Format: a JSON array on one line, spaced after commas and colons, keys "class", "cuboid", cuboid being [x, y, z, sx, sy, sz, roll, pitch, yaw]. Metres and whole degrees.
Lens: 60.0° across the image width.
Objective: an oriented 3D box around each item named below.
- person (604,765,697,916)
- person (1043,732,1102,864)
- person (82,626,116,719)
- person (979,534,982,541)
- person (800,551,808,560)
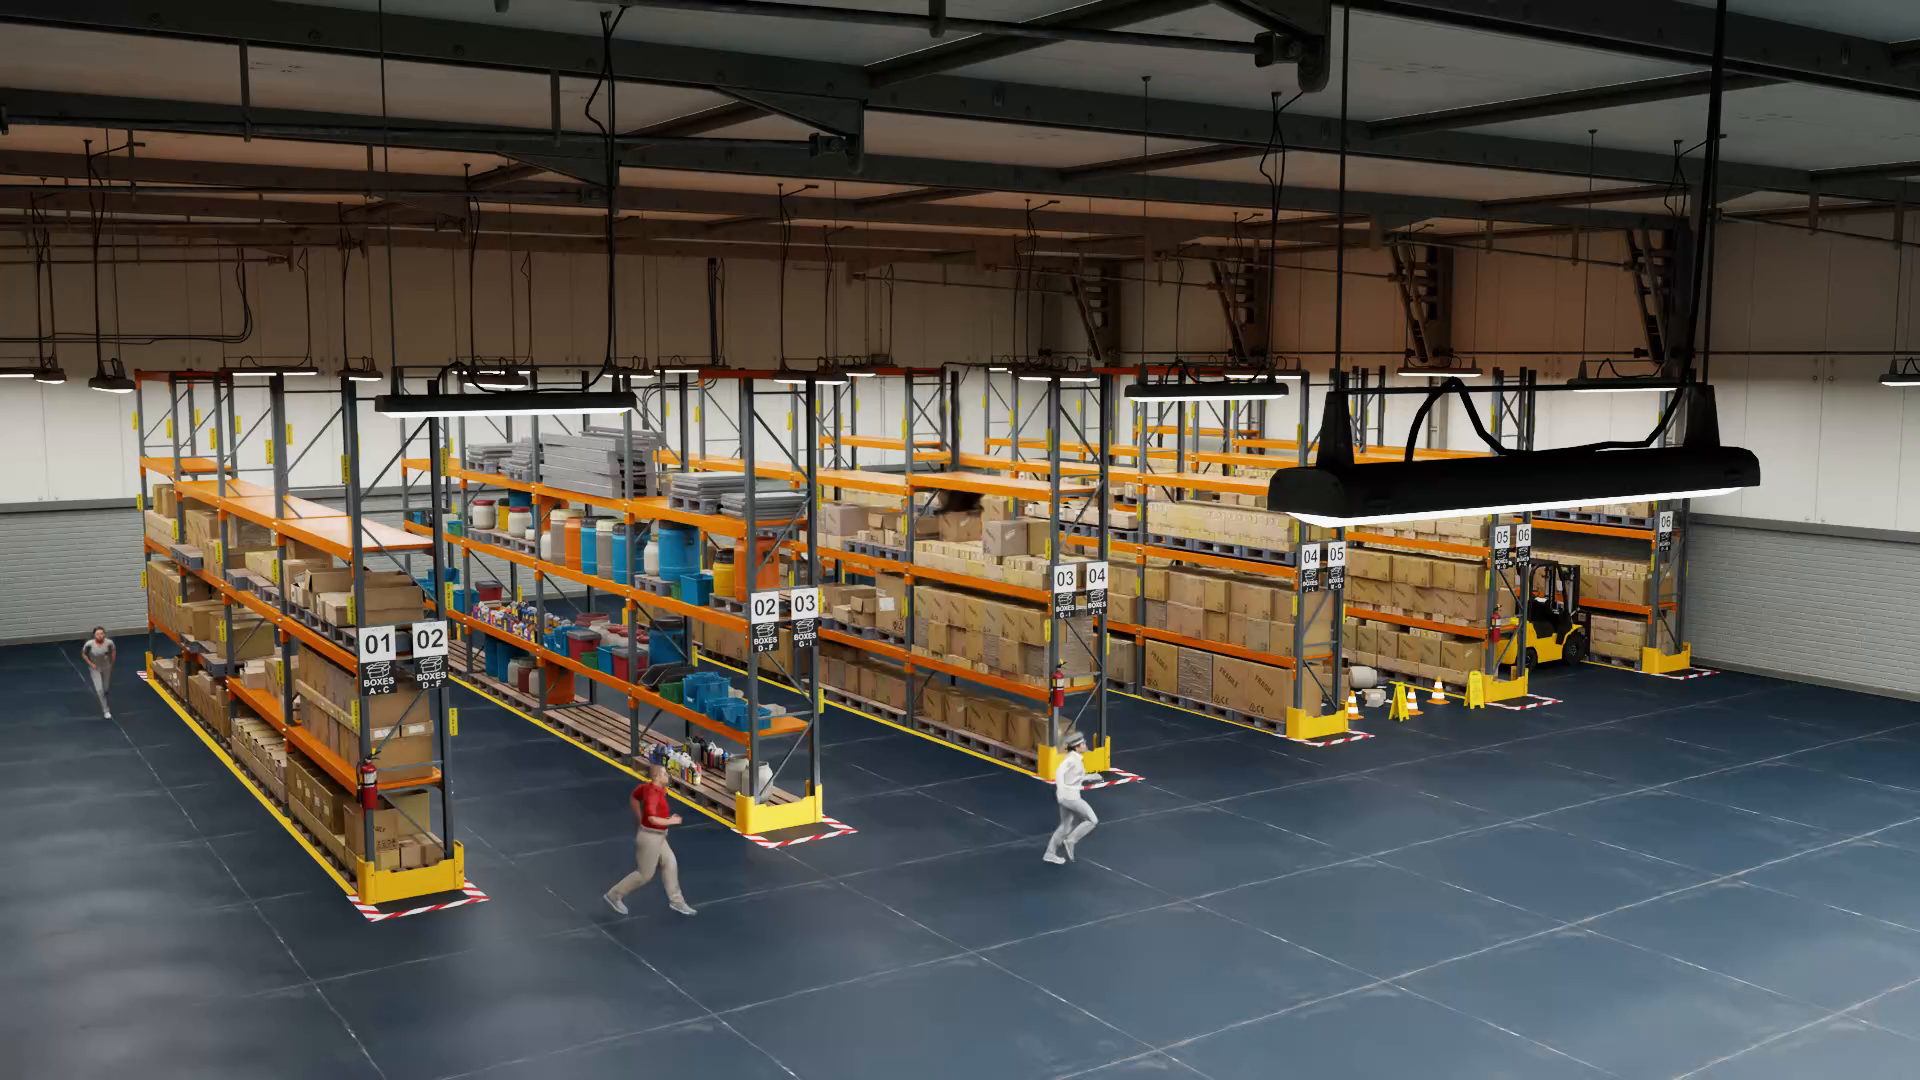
[{"class": "person", "cuboid": [-3.479, 3.387, 18.613, 1.026, 1.751, 0.685, -1, 7, -12]}, {"class": "person", "cuboid": [1.459, 3.168, 20.510, 0.607, 1.612, 0.645, 0, 6, -2]}, {"class": "person", "cuboid": [-15.026, 2.272, 29.046, 0.539, 1.614, 0.786, -4, 7, -30]}, {"class": "person", "cuboid": [0.394, 0.448, 44.422, 0.722, 1.800, 0.671, -6, 9, -42]}, {"class": "person", "cuboid": [-3.935, 0.902, 41.277, 0.634, 1.643, 0.558, 5, 8, 39]}]
